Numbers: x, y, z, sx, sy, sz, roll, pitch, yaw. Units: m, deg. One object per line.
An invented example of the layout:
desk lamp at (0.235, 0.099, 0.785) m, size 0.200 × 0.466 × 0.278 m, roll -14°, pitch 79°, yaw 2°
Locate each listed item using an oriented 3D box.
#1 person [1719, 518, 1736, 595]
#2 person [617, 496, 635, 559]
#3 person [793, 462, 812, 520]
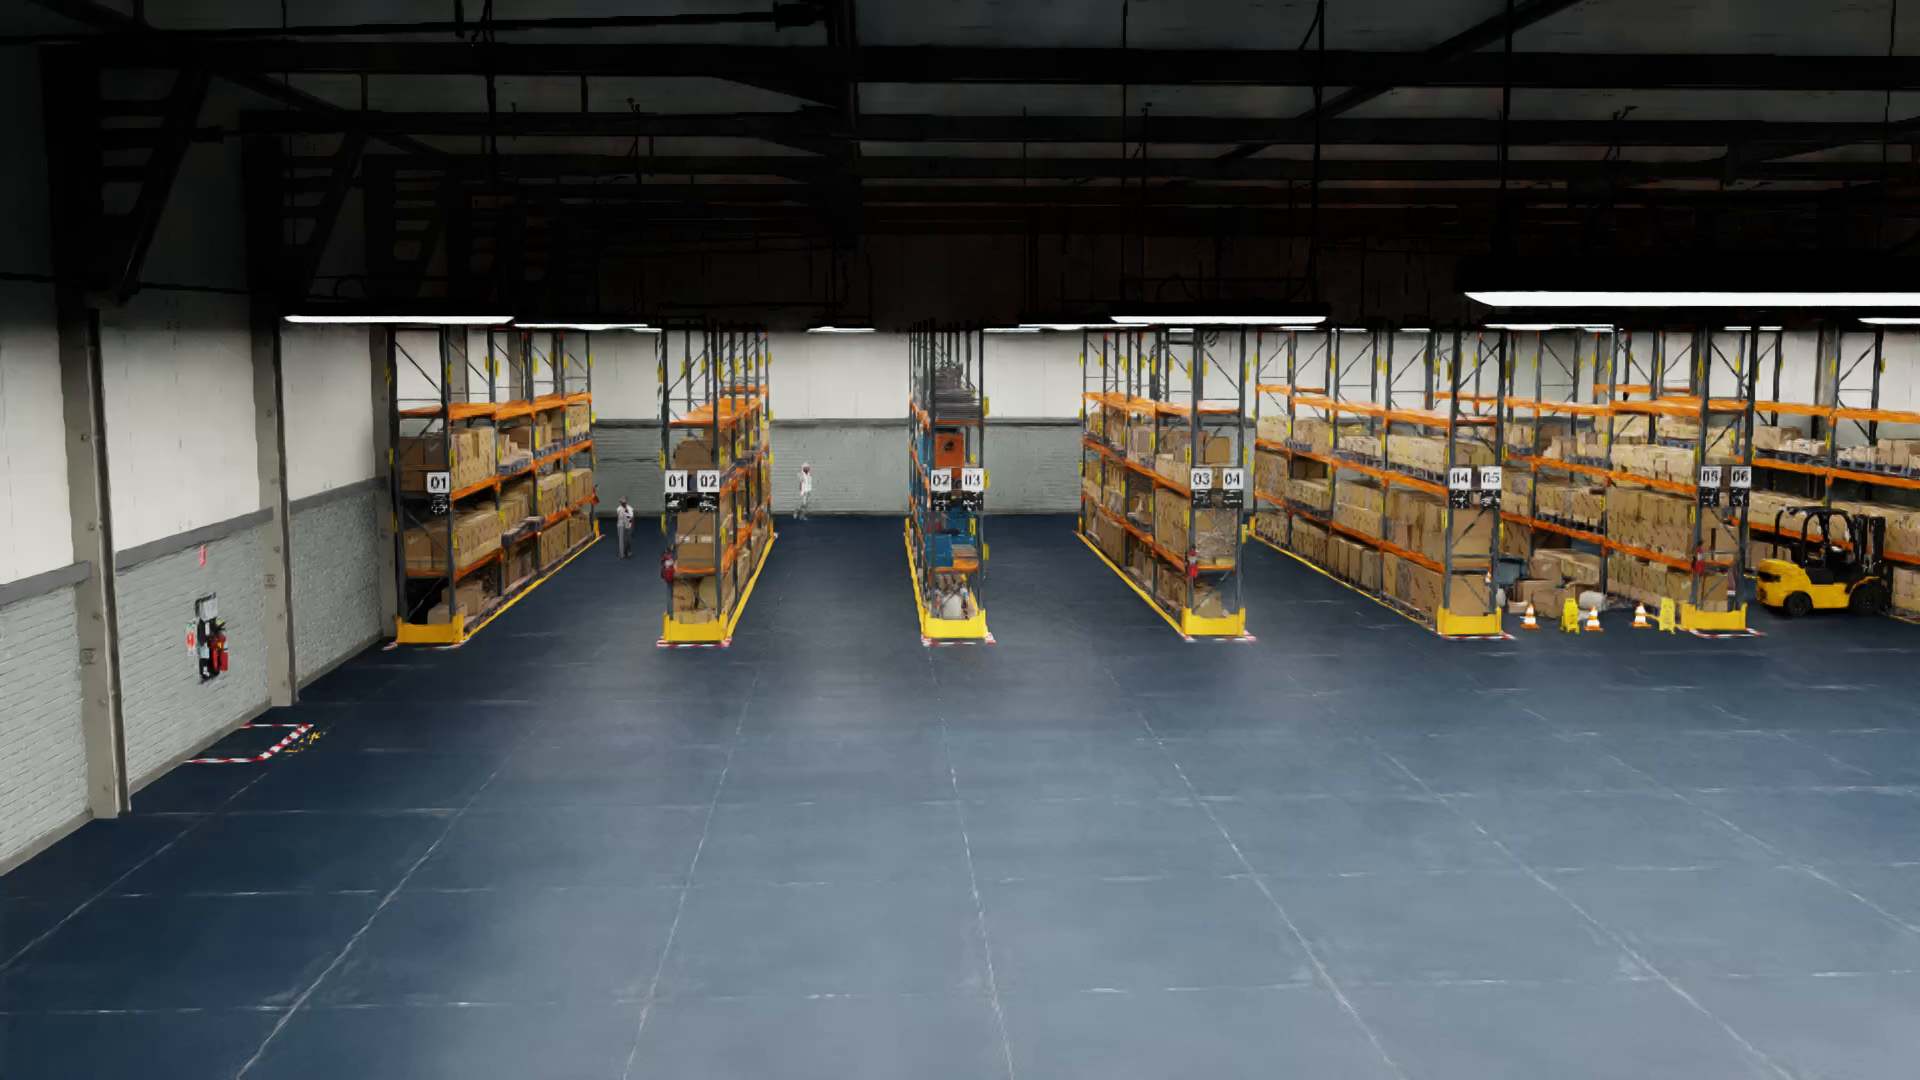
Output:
person at (16.863, 0.349, 36.713) m, size 0.569 × 1.668 × 0.559 m, roll 4°, pitch 8°, yaw 26°
person at (-8.555, -0.345, 42.572) m, size 0.463 × 1.625 × 0.989 m, roll -1°, pitch 7°, yaw -4°
person at (-4.868, -1.508, 51.324) m, size 0.468 × 1.775 × 0.714 m, roll 3°, pitch 8°, yaw 25°
